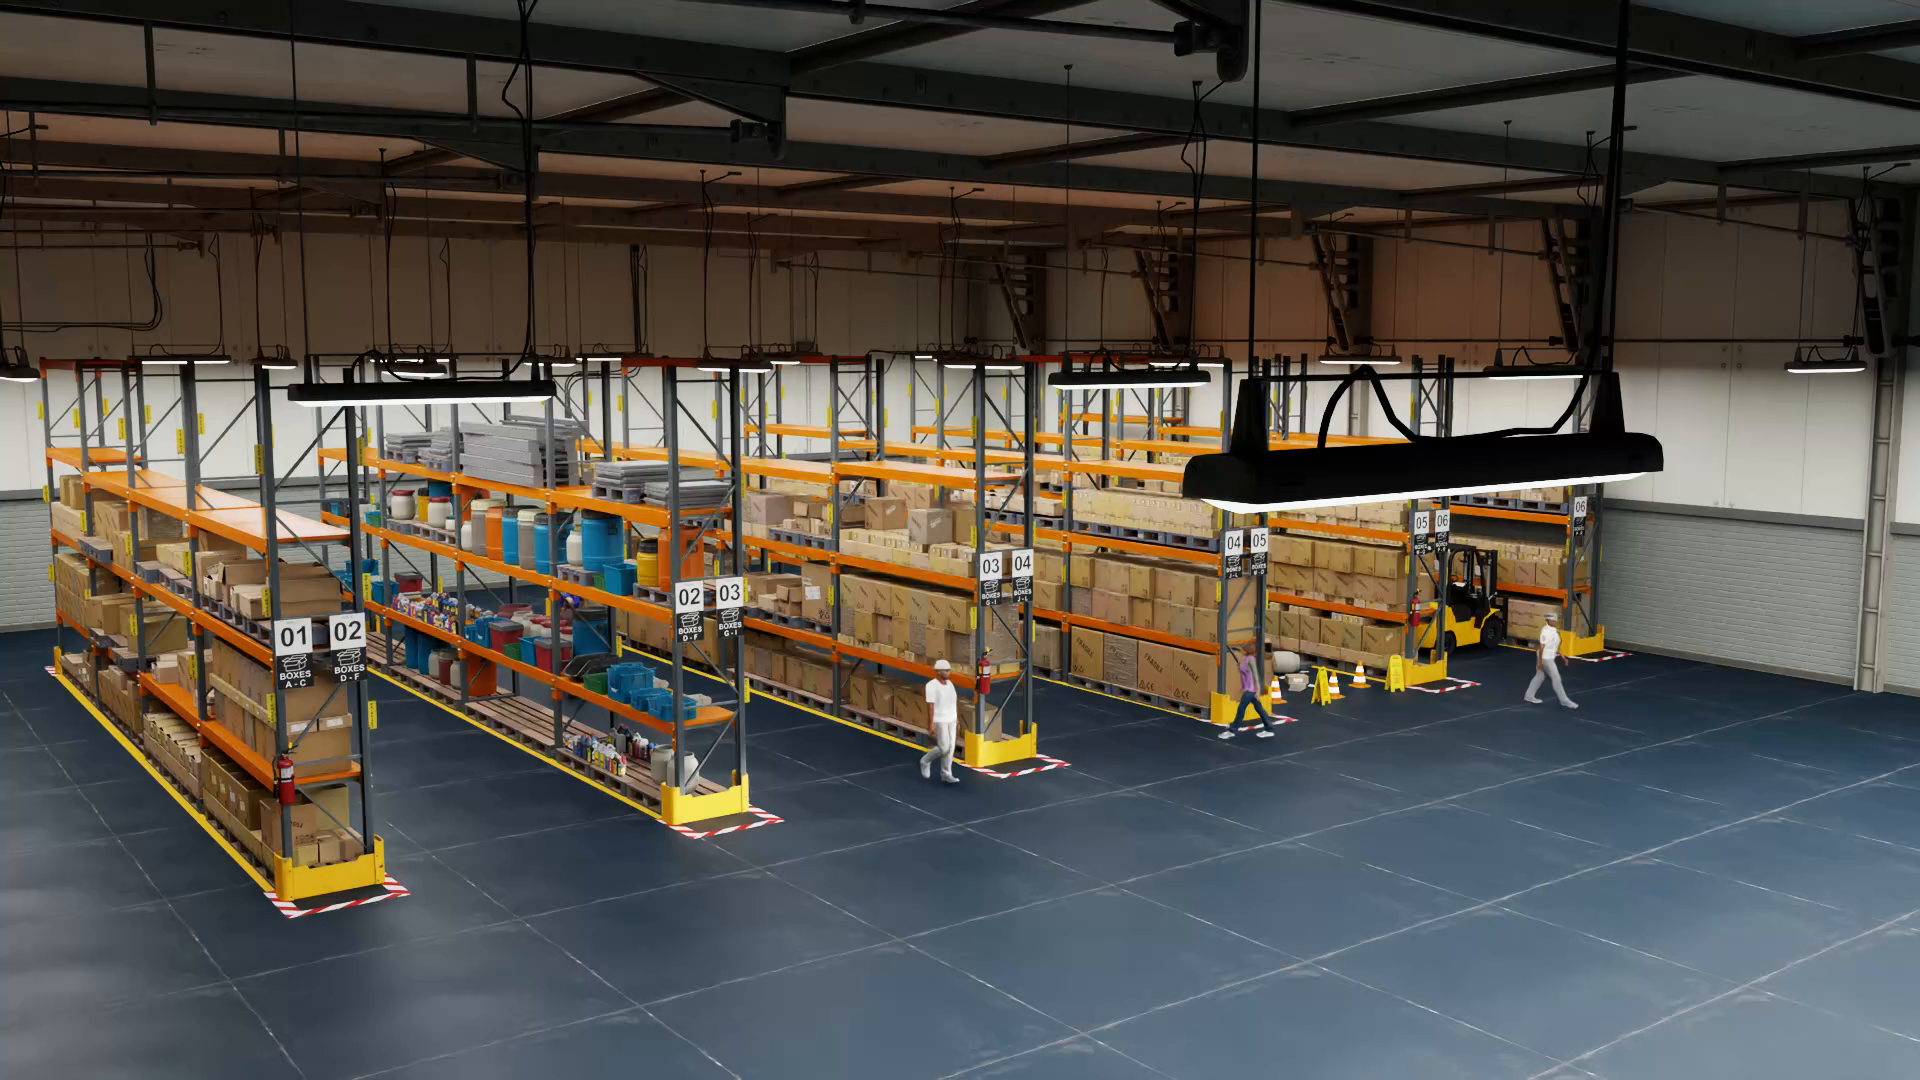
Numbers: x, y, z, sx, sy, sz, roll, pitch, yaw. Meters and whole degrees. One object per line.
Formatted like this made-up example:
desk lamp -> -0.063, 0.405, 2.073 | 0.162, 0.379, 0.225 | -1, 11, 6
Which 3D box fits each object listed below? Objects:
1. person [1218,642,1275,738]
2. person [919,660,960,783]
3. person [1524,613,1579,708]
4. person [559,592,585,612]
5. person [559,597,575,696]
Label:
person -> 4.569, 2.371, 26.453 | 0.901, 1.541, 0.438 | 1, 7, 4
person -> -0.252, 2.595, 23.872 | 0.621, 1.754, 0.584 | 6, 9, 39
person -> 10.254, 2.052, 28.749 | 0.917, 1.634, 0.473 | 4, 8, 29
person -> -7.767, 1.565, 33.292 | 0.582, 1.568, 0.739 | -3, 8, -24
person -> -6.917, 1.905, 29.583 | 0.627, 1.778, 0.573 | 0, 7, -1
